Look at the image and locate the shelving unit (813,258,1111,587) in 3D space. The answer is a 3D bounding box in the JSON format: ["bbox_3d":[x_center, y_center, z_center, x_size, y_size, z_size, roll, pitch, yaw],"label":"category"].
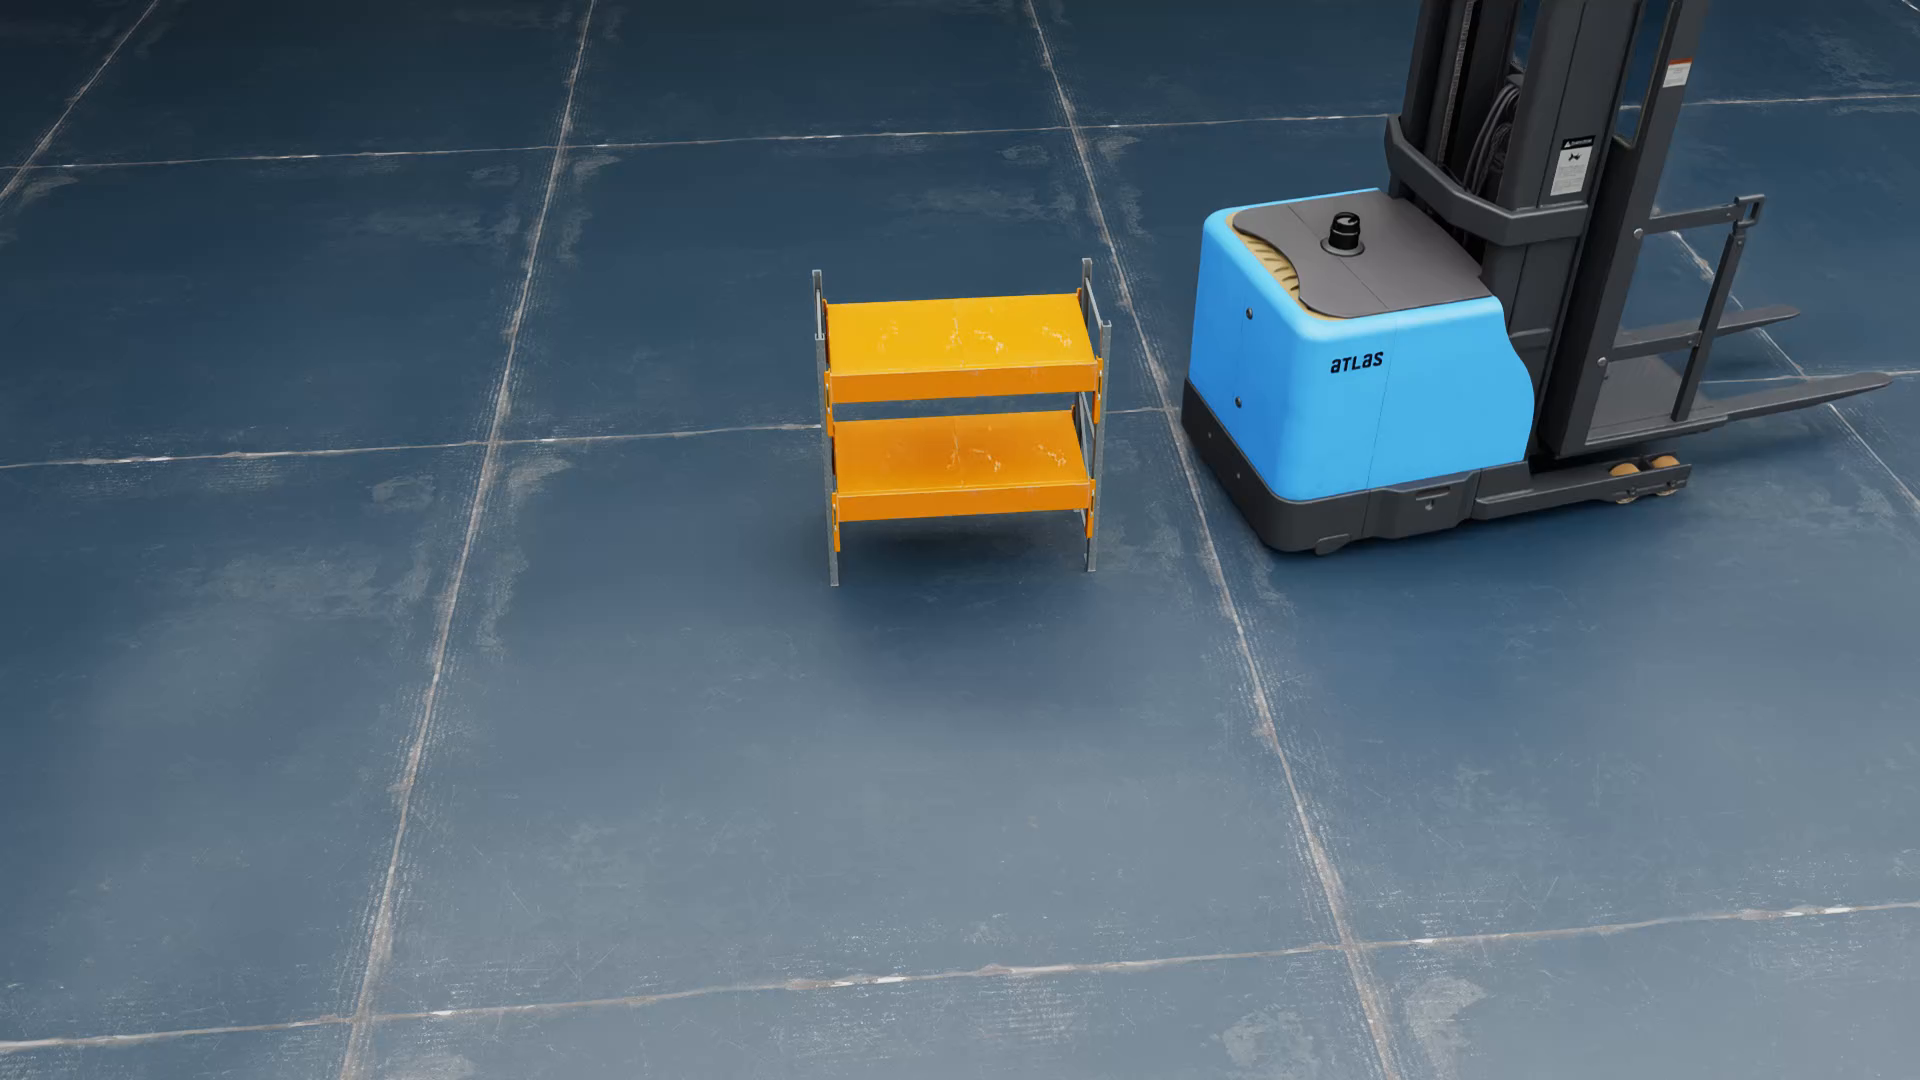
[{"bbox_3d":[-0.007,-0.441,6.401,1.048,1.125,0.538,-3,38,-4],"label":"shelving unit"}]

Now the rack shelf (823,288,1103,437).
[{"bbox_3d":[-0.007,-0.671,6.220,1.000,0.278,0.538,-3,38,-4],"label":"rack shelf"}]

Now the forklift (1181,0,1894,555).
[{"bbox_3d":[2.543,-1.607,6.420,3.031,2.935,1.130,-10,39,-13],"label":"forklift"}]

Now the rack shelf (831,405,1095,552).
[{"bbox_3d":[-0.007,-0.249,6.553,1.000,0.278,0.538,-3,38,-4],"label":"rack shelf"}]

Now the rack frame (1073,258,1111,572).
[{"bbox_3d":[0.500,-0.469,6.436,0.032,1.125,0.500,-3,38,-4],"label":"rack frame"}]

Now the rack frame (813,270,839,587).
[{"bbox_3d":[-0.513,-0.413,6.366,0.032,1.125,0.500,-3,38,-4],"label":"rack frame"}]
